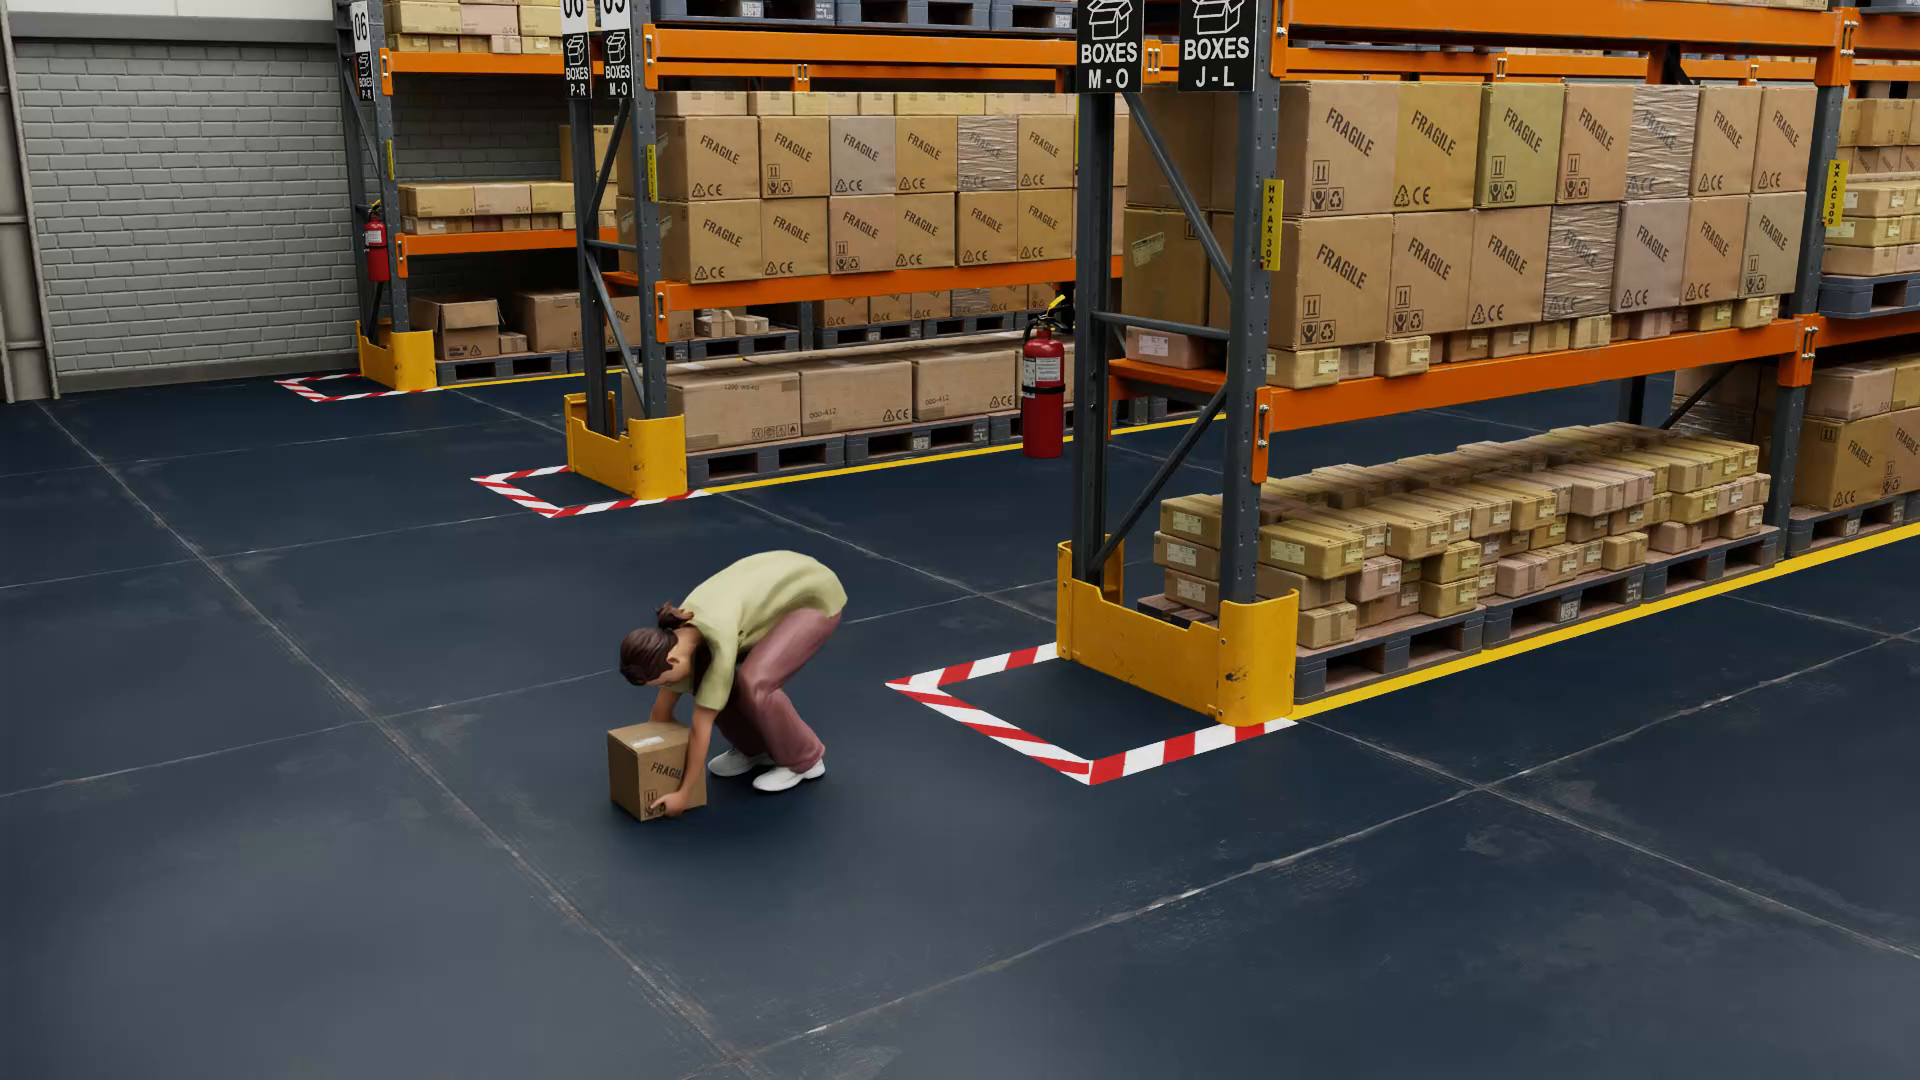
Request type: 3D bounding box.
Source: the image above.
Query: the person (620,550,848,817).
[{"bbox_3d":[-0.795,0.490,5.868,0.857,0.827,0.469,-11,18,-37],"label":"person"}]
